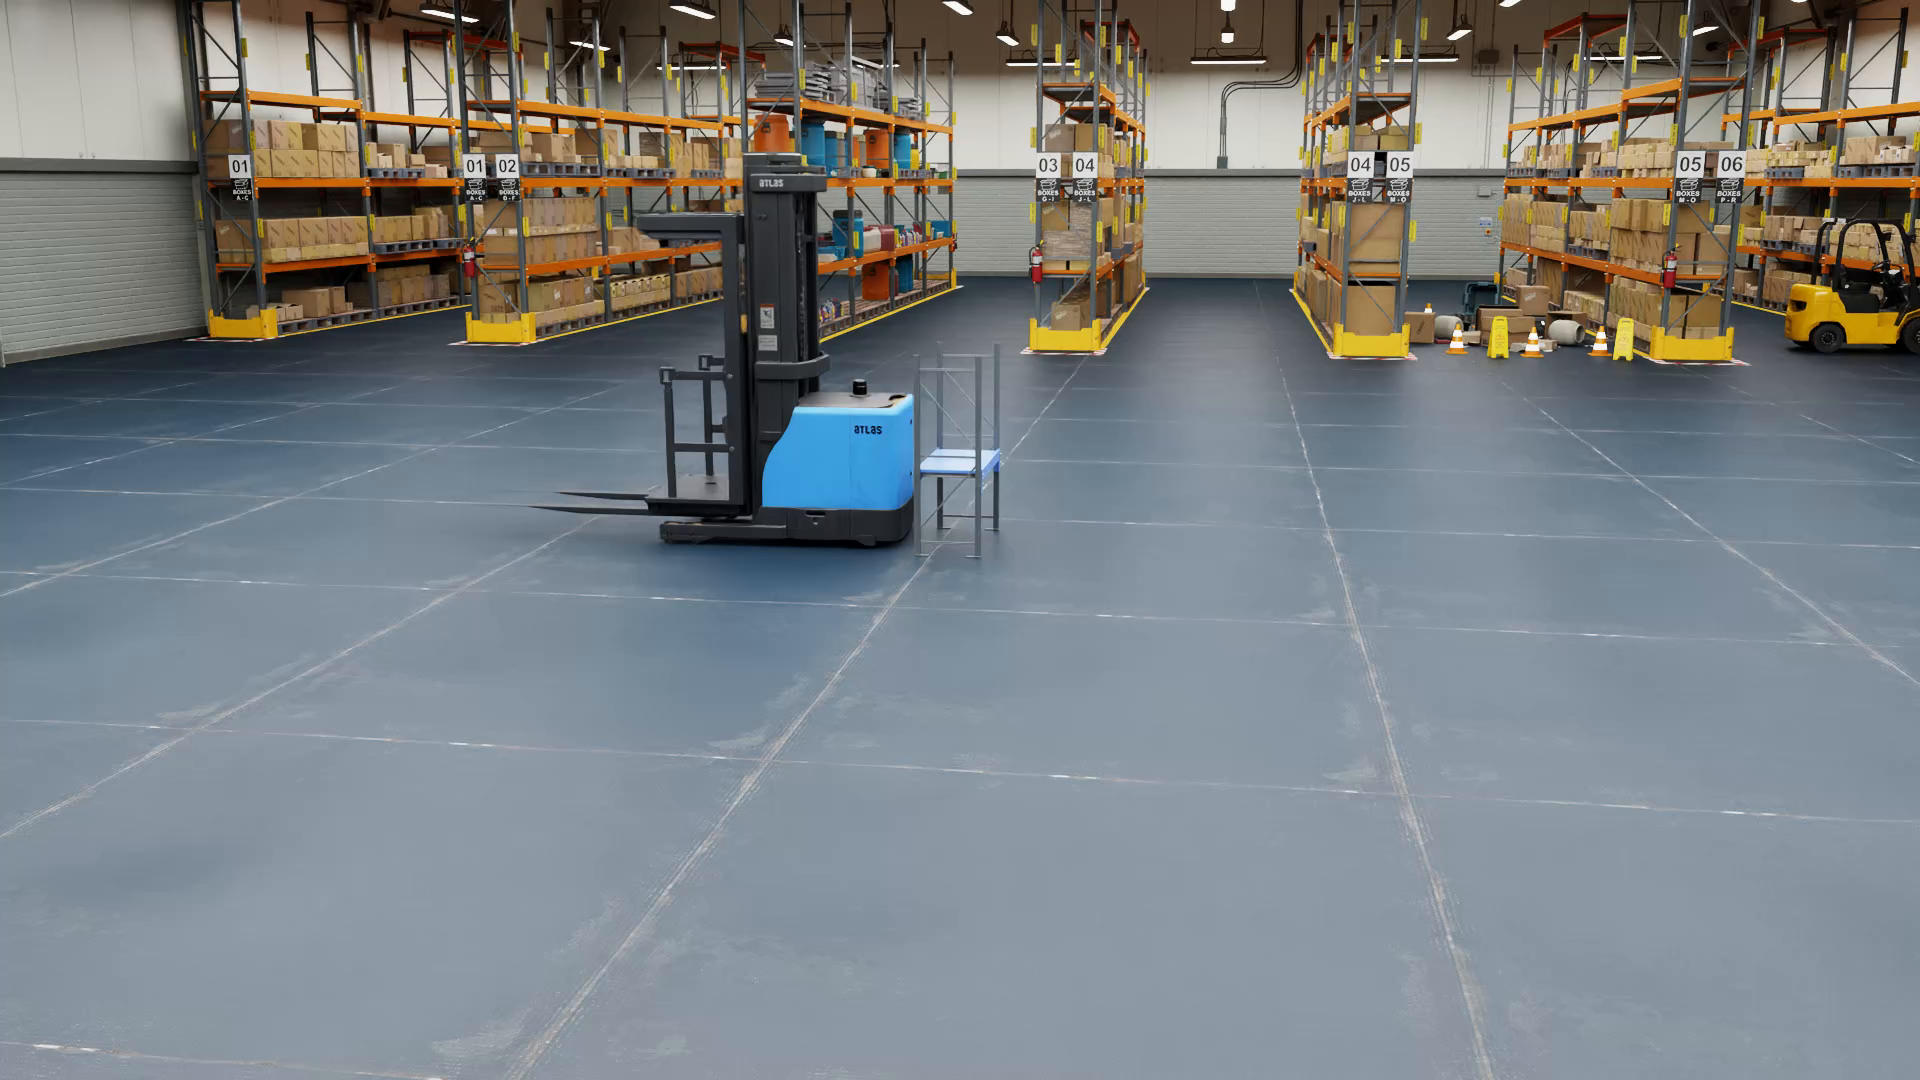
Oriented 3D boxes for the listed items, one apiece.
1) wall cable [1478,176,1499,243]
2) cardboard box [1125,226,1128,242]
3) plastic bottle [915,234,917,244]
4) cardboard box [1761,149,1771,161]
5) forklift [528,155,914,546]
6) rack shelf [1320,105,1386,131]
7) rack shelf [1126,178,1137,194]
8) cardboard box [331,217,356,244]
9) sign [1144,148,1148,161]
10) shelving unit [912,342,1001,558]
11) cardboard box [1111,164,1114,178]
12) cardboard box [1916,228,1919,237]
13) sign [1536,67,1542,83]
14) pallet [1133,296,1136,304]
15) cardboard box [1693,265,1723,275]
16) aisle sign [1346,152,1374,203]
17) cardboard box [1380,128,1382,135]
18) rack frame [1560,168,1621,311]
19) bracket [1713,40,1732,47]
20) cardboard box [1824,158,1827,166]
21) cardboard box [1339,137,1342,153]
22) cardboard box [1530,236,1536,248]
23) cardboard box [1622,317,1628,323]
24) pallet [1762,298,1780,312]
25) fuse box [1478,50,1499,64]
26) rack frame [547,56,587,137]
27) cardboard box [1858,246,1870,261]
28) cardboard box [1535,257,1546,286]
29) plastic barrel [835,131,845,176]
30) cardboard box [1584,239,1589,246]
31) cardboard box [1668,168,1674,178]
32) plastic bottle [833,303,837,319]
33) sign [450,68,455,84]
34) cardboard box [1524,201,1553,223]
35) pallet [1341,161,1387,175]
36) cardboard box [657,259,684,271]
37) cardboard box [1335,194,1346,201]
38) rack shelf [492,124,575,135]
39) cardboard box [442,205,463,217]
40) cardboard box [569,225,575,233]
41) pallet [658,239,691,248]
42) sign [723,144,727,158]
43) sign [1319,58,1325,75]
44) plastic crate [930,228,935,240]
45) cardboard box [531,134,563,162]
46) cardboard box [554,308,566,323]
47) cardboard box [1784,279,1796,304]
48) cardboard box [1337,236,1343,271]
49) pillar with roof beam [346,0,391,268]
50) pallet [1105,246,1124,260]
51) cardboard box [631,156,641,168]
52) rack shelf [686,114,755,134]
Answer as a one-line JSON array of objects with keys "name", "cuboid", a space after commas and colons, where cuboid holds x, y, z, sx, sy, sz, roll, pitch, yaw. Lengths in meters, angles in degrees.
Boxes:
[{"name": "wall cable", "cuboid": [14.842, -9.337, 46.712, 0.585, 1.953, 0.123, 2, 12, 9]}, {"name": "cardboard box", "cuboid": [3.319, -6.447, 35.553, 0.500, 0.500, 0.500, 2, 12, 10]}, {"name": "plastic bottle", "cuboid": [-1.101, -7.070, 38.974, 0.152, 0.276, 0.135, 2, 12, 9]}, {"name": "cardboard box", "cuboid": [18.128, -8.553, 36.905, 0.500, 0.250, 0.500, 2, 12, 9]}, {"name": "forklift", "cuboid": [-1.882, -1.506, 13.025, 3.031, 2.935, 1.130, 2, 12, 8]}, {"name": "rack shelf", "cuboid": [7.554, -8.093, 31.845, 1.077, 0.370, 4.000, 2, 12, 9]}, {"name": "rack shelf", "cuboid": [3.283, -7.837, 36.826, 1.077, 0.370, 4.000, 2, 12, 9]}, {"name": "cardboard box", "cuboid": [-12.161, -6.045, 32.453, 0.500, 0.500, 0.500, 2, 12, 8]}, {"name": "sign", "cuboid": [4.740, -9.811, 42.366, 0.100, 0.325, 0.005, 2, 12, 9]}, {"name": "shelving unit", "cuboid": [-0.013, -0.715, 12.753, 0.538, 1.500, 1.048, 2, 12, 9]}, {"name": "cardboard box", "cuboid": [2.548, -6.763, 30.491, 0.500, 0.250, 0.500, 2, 12, 11]}, {"name": "cardboard box", "cuboid": [16.749, -5.300, 28.691, 0.380, 0.149, 0.250, 2, 12, 8]}, {"name": "sign", "cuboid": [12.838, -10.307, 36.868, 0.100, 0.325, 0.005, 2, 12, 9]}, {"name": "pallet", "cuboid": [3.547, -5.613, 38.535, 1.003, 0.211, 1.213, 2, 12, 9]}, {"name": "cardboard box", "cuboid": [11.794, -4.261, 26.241, 0.380, 0.149, 0.250, 2, 12, 9]}, {"name": "aisle sign", "cuboid": [6.323, -5.725, 26.266, 0.394, 0.787, 0.004, 2, 12, 9]}, {"name": "cardboard box", "cuboid": [7.193, -6.770, 27.638, 0.380, 0.149, 0.250, 2, 12, 8]}, {"name": "rack frame", "cuboid": [12.768, -5.985, 33.645, 1.000, 3.000, 0.127, 2, 12, 9]}, {"name": "bracket", "cuboid": [20.351, -13.394, 45.240, 0.076, 0.066, 5.218, 2, 12, 9]}, {"name": "cardboard box", "cuboid": [17.614, -7.602, 33.436, 0.380, 0.149, 0.250, 2, 12, 10]}, {"name": "cardboard box", "cuboid": [6.586, -6.571, 27.660, 0.500, 0.250, 0.500, 2, 12, 8]}, {"name": "cardboard box", "cuboid": [13.054, -6.661, 37.139, 0.500, 0.250, 0.500, 2, 12, 7]}, {"name": "cardboard box", "cuboid": [11.645, -3.677, 28.467, 0.500, 0.250, 0.500, 2, 12, 8]}, {"name": "pallet", "cuboid": [18.200, -5.124, 36.268, 1.003, 0.211, 1.213, 2, 12, 9]}, {"name": "fuse box", "cuboid": [14.588, -13.324, 45.865, 0.513, 0.334, 0.176, 2, 12, 9]}, {"name": "rack frame", "cuboid": [-10.477, -11.386, 44.464, 1.000, 3.000, 0.127, 2, 12, 9]}, {"name": "cardboard box", "cuboid": [17.127, -5.347, 31.041, 0.500, 0.250, 0.500, 2, 12, 10]}, {"name": "cardboard box", "cuboid": [13.367, -5.853, 37.077, 0.875, 0.875, 0.875, 2, 12, 10]}, {"name": "plastic barrel", "cuboid": [-2.569, -7.594, 32.802, 0.600, 0.901, 0.600, 0, 12, 0]}, {"name": "cardboard box", "cuboid": [12.347, -5.783, 32.308, 0.380, 0.149, 0.250, 3, 12, 12]}, {"name": "cardboard box", "cuboid": [11.316, -5.746, 26.014, 0.380, 0.149, 0.250, 2, 12, 9]}, {"name": "plastic bottle", "cuboid": [-2.361, -4.302, 31.241, 0.061, 0.283, 0.133, 3, 12, 12]}, {"name": "sign", "cuboid": [-11.170, -10.200, 36.558, 0.100, 0.325, 0.005, 2, 12, 9]}, {"name": "cardboard box", "cuboid": [13.183, -7.462, 37.890, 0.500, 0.500, 0.500, 2, 12, 8]}, {"name": "pallet", "cuboid": [6.735, -6.037, 26.975, 1.003, 0.211, 1.213, 2, 12, 9]}, {"name": "cardboard box", "cuboid": [-6.743, -6.415, 38.748, 0.500, 0.250, 0.500, 2, 12, 8]}, {"name": "cardboard box", "cuboid": [8.786, -7.726, 38.407, 0.500, 0.500, 0.500, 2, 12, 10]}, {"name": "rack shelf", "cuboid": [-10.785, -10.422, 42.650, 1.077, 0.370, 4.000, 2, 12, 9]}, {"name": "cardboard box", "cuboid": [-11.378, -7.450, 37.673, 0.500, 0.250, 0.500, 2, 12, 10]}, {"name": "cardboard box", "cuboid": [-7.454, -5.833, 31.164, 0.380, 0.149, 0.250, 2, 12, 10]}, {"name": "pallet", "cuboid": [-6.777, -6.677, 37.313, 1.213, 0.211, 1.003, 2, 12, 9]}, {"name": "sign", "cuboid": [-5.648, -9.355, 39.999, 0.100, 0.325, 0.005, 2, 12, 9]}, {"name": "sign", "cuboid": [7.323, -9.568, 33.625, 0.100, 0.325, 0.005, 2, 12, 9]}, {"name": "plastic crate", "cuboid": [-0.886, -7.583, 41.196, 0.437, 0.282, 0.530, 2, 12, 9]}, {"name": "cardboard box", "cuboid": [-7.517, -7.088, 30.078, 0.500, 0.500, 0.500, 2, 12, 9]}, {"name": "cardboard box", "cuboid": [-7.590, -4.136, 30.596, 0.500, 0.250, 0.500, 2, 12, 9]}, {"name": "cardboard box", "cuboid": [17.752, -5.225, 35.054, 0.500, 0.500, 0.500, 1, 12, 7]}, {"name": "cardboard box", "cuboid": [6.706, -4.726, 27.448, 0.875, 0.550, 0.550, 2, 12, 9]}, {"name": "pillar with roof beam", "cuboid": [-8.508, -9.338, 34.964, 9.100, 9.000, 0.548, 2, 12, 9]}, {"name": "pallet", "cuboid": [2.622, -5.534, 32.007, 1.003, 0.211, 1.213, 2, 12, 9]}, {"name": "cardboard box", "cuboid": [-6.988, -7.901, 34.776, 0.500, 0.250, 0.500, 2, 12, 8]}, {"name": "rack shelf", "cuboid": [-5.889, -10.456, 41.867, 1.077, 0.370, 4.000, 2, 12, 9]}]
